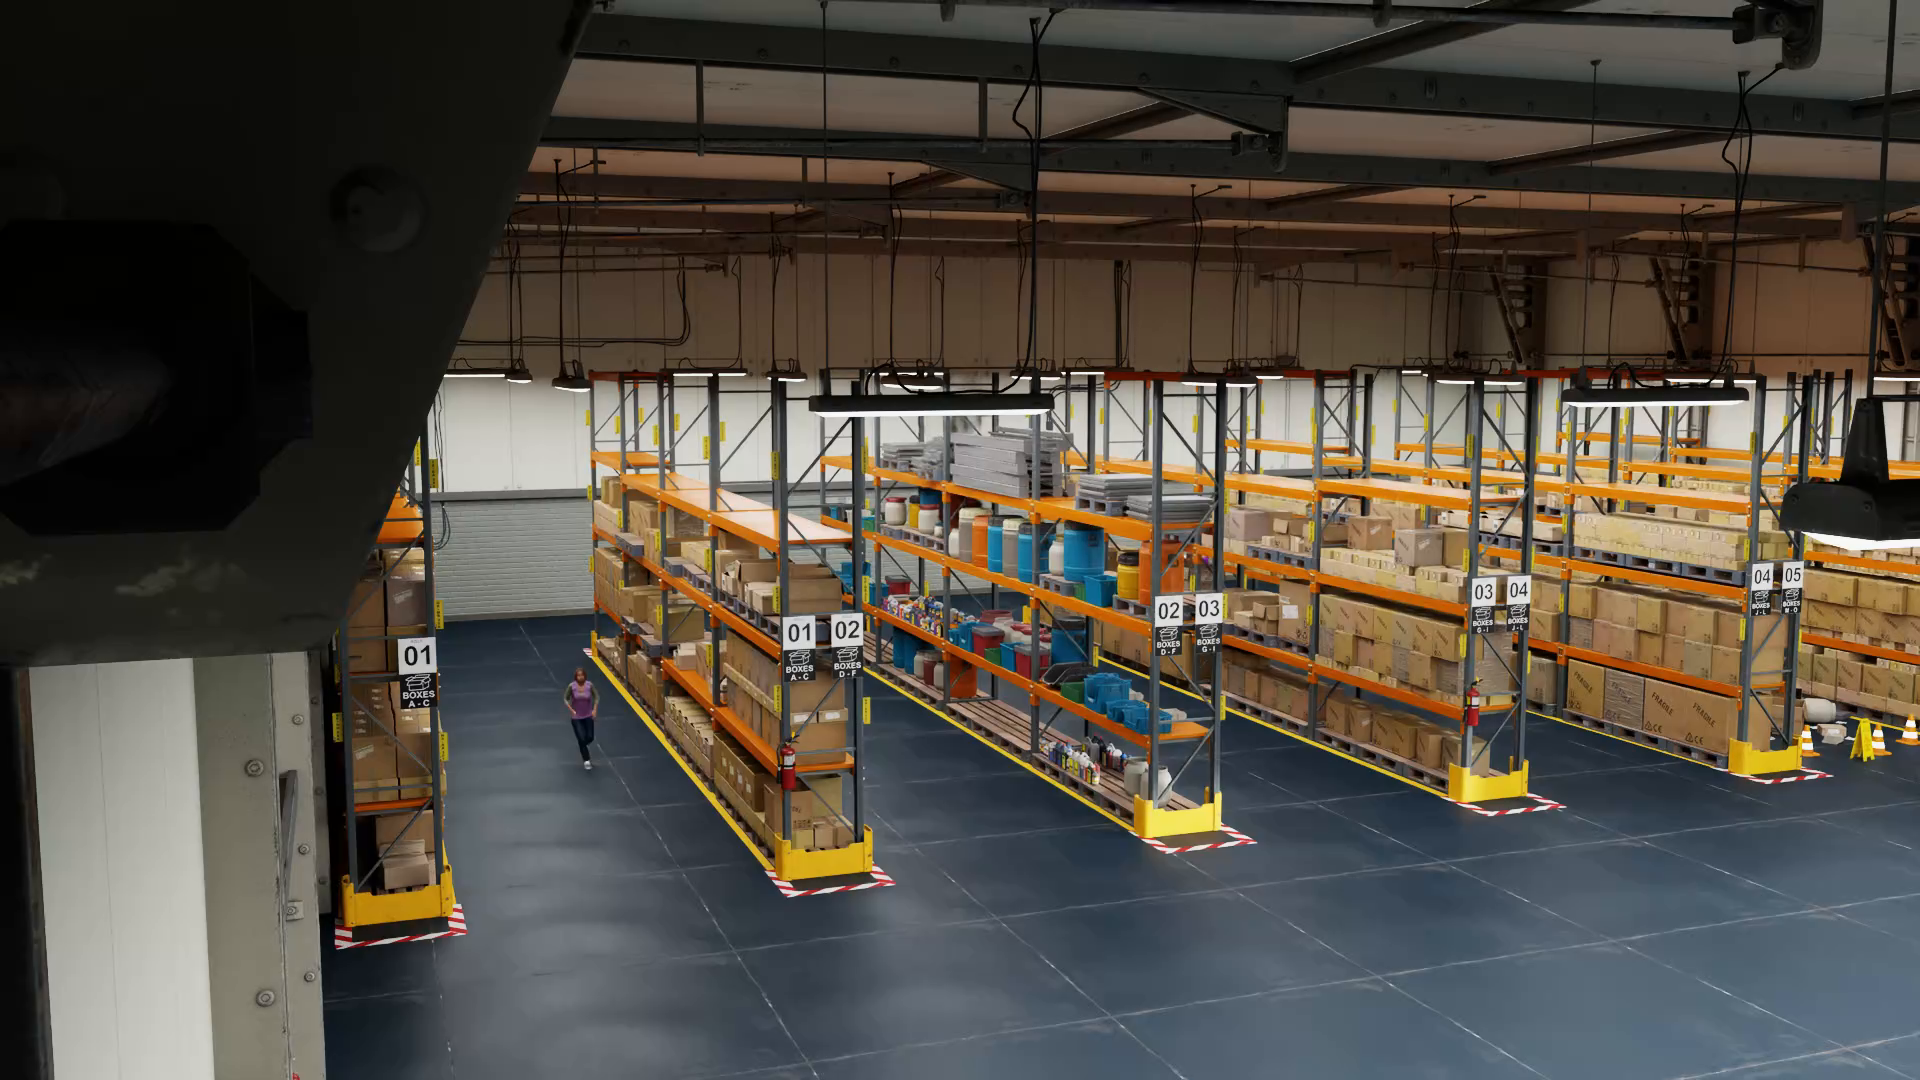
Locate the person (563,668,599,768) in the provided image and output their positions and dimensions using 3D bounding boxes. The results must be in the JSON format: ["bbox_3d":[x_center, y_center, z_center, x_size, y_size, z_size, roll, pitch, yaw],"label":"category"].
[{"bbox_3d":[-5.818,2.721,25.560,0.553,1.558,0.532,-2,7,-18],"label":"person"}]

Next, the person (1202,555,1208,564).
[{"bbox_3d":[5.850,0.873,41.389,0.562,1.682,0.769,0,6,-3],"label":"person"}]

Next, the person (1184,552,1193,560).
[{"bbox_3d":[5.525,0.979,40.468,0.762,1.709,0.537,3,7,24],"label":"person"}]
